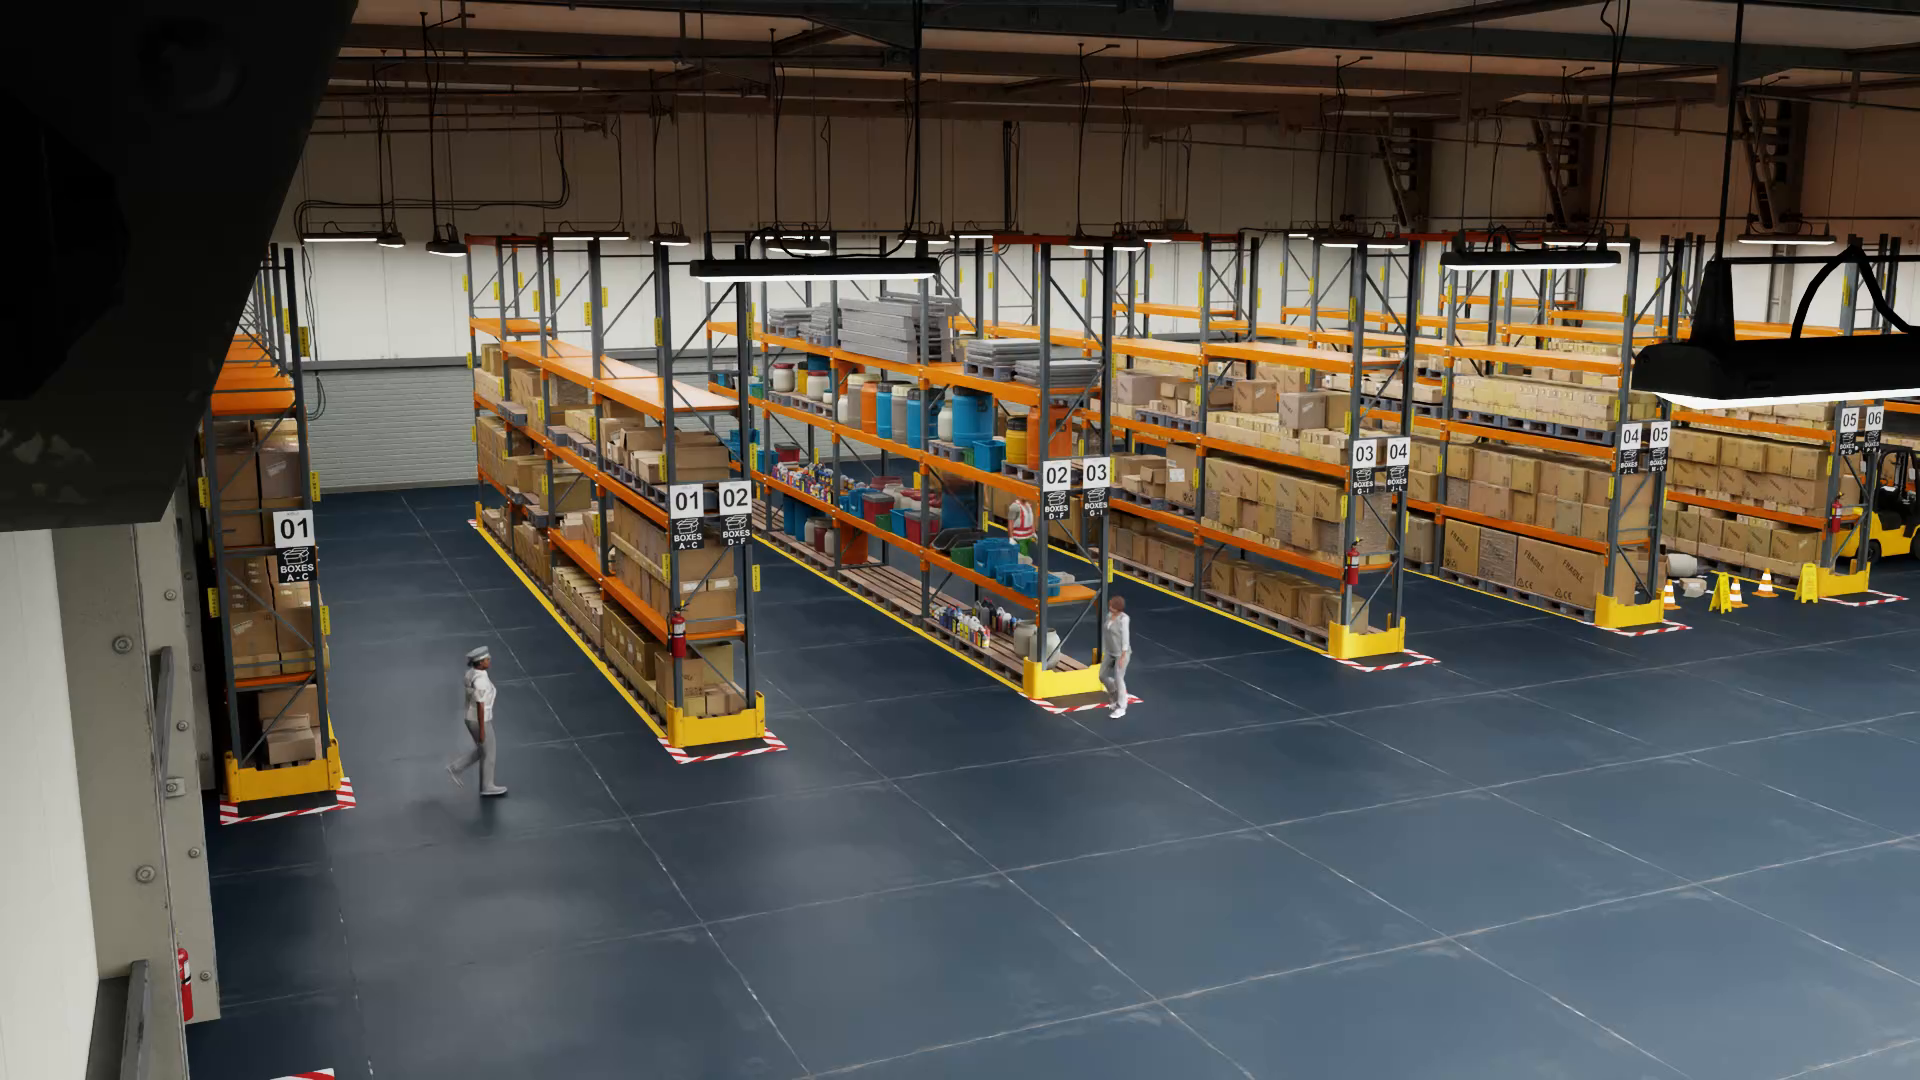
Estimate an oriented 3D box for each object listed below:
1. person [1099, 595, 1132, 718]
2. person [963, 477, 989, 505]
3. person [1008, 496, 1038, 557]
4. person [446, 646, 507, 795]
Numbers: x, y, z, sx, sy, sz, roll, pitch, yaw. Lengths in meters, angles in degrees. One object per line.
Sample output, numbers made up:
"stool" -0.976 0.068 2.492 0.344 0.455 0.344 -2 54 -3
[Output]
"person" 2.004 1.496 21.274 0.363 1.631 0.468 -7 13 -31
"person" 0.328 -0.834 33.041 0.487 1.602 1.029 -4 12 -22
"person" 1.016 0.037 26.876 0.376 1.900 0.629 7 13 34
"person" -5.352 2.001 18.346 0.596 1.668 0.439 -5 12 -23
